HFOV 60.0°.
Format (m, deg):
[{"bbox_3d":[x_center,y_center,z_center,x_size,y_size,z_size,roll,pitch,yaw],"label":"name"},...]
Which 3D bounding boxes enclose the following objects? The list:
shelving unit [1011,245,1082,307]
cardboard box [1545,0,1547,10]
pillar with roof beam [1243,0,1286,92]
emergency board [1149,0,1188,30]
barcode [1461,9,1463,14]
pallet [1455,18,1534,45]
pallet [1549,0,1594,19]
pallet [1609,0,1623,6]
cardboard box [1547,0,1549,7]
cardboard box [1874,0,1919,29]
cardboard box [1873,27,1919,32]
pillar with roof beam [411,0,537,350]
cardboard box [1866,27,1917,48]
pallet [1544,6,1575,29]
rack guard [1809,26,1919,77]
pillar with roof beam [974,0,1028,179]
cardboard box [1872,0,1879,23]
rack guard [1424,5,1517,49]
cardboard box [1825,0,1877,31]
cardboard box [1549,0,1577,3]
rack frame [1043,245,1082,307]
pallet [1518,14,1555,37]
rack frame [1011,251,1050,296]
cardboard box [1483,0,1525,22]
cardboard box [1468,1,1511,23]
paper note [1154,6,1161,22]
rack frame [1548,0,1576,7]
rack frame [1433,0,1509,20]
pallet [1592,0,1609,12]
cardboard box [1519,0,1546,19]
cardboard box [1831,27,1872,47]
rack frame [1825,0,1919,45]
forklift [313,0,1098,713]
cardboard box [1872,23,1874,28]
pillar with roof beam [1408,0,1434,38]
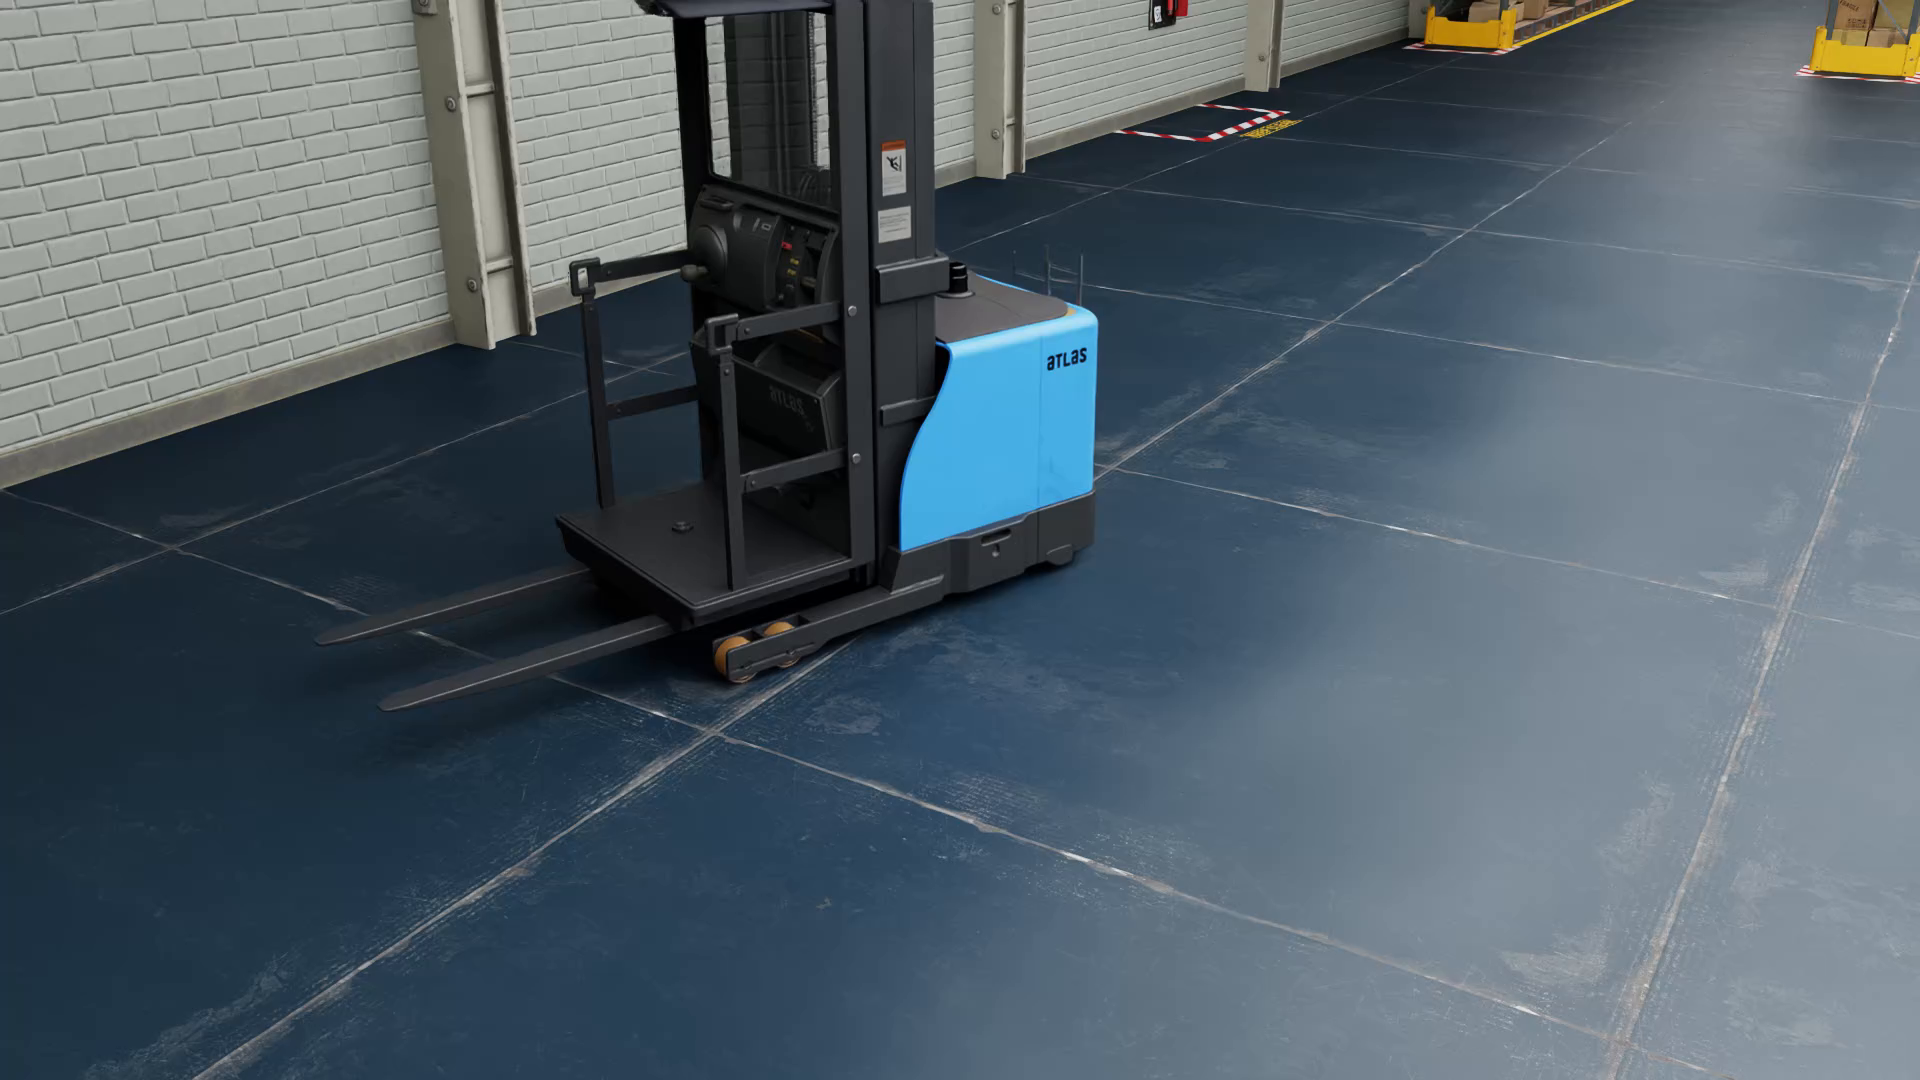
[{"bbox_3d":[0.368,-0.664,7.274,0.189,1.200,0.258,-18,29,-35],"label":"shelving unit"},{"bbox_3d":[8.641,-8.306,25.254,0.500,0.500,0.500,12,26,25],"label":"cardboard box"},{"bbox_3d":[7.171,-8.504,15.566,9.100,9.000,0.400,14,27,29],"label":"pillar with roof beam"},{"bbox_3d":[2.178,-5.827,16.933,0.194,1.169,0.643,14,27,29],"label":"emergency board"},{"bbox_3d":[7.156,-7.537,23.704,0.001,0.075,0.075,14,27,29],"label":"barcode"},{"bbox_3d":[7.543,-7.273,23.784,1.003,0.211,1.213,14,27,29],"label":"pallet"},{"bbox_3d":[9.564,-8.594,26.835,1.003,0.211,1.213,14,27,29],"label":"pallet"},{"bbox_3d":[10.851,-9.417,28.738,1.003,0.211,1.213,14,27,29],"label":"pallet"},{"bbox_3d":[8.898,-8.325,25.717,0.380,0.166,0.250,10,25,22],"label":"cardboard box"},{"bbox_3d":[11.989,-6.802,21.175,0.500,0.500,0.500,14,27,29],"label":"cardboard box"},{"bbox_3d":[11.987,-6.458,21.325,0.500,0.250,0.500,14,27,29],"label":"cardboard box"},{"bbox_3d":[0.841,-4.453,6.210,9.100,9.000,0.400,14,27,29],"label":"pillar with roof beam"},{"bbox_3d":[11.727,-6.289,20.933,0.500,0.250,0.500,14,27,29],"label":"cardboard box"},{"bbox_3d":[8.830,-8.096,25.687,1.003,0.211,1.213,14,27,29],"label":"pallet"},{"bbox_3d":[11.242,-6.068,20.638,1.175,0.500,0.348,14,27,29],"label":"rack guard"},{"bbox_3d":[4.006,-6.478,10.888,9.100,9.000,0.400,14,27,29],"label":"pillar with roof beam"},{"bbox_3d":[11.800,-7.082,21.823,0.500,0.500,0.500,14,27,29],"label":"cardboard box"},{"bbox_3d":[7.084,-7.139,23.111,1.175,0.500,0.348,14,27,29],"label":"rack guard"},{"bbox_3d":[11.285,-6.742,21.036,0.500,0.500,0.500,14,27,29],"label":"cardboard box"},{"bbox_3d":[9.528,-8.917,26.665,0.700,0.500,0.500,15,28,31],"label":"cardboard box"},{"bbox_3d":[0.439,-0.687,7.326,0.006,1.200,0.240,-18,29,-35],"label":"rack frame"},{"bbox_3d":[8.187,-7.683,24.732,1.003,0.211,1.213,14,27,29],"label":"pallet"},{"bbox_3d":[0.296,-0.641,7.221,0.006,1.200,0.240,-18,29,-35],"label":"rack frame"},{"bbox_3d":[7.786,-7.635,23.942,0.500,0.311,0.500,16,28,33],"label":"cardboard box"},{"bbox_3d":[7.486,-7.443,23.498,0.500,0.311,0.500,11,26,23],"label":"cardboard box"},{"bbox_3d":[2.026,-5.377,17.004,0.016,0.148,0.142,14,27,29],"label":"paper note"},{"bbox_3d":[9.154,-9.610,25.674,1.000,3.000,0.127,14,27,29],"label":"rack frame"},{"bbox_3d":[7.044,-8.260,22.555,1.000,3.000,0.127,14,27,29],"label":"rack frame"},{"bbox_3d":[10.206,-9.007,27.790,1.003,0.211,1.213,14,27,29],"label":"pallet"},{"bbox_3d":[8.216,-7.959,24.452,0.700,0.500,0.500,12,26,26],"label":"cardboard box"},{"bbox_3d":[11.287,-6.397,21.184,0.500,0.250,0.500,14,27,29],"label":"cardboard box"},{"bbox_3d":[11.255,-7.223,20.160,1.000,3.000,0.127,14,27,29],"label":"rack frame"},{"bbox_3d":[-0.897,-1.061,6.012,3.031,2.935,1.130,-18,29,-35],"label":"forklift"},{"bbox_3d":[11.540,-6.568,21.579,0.500,0.250,0.500,14,27,29],"label":"cardboard box"},{"bbox_3d":[10.336,-10.529,20.244,9.100,9.000,0.400,14,27,29],"label":"pillar with roof beam"}]
